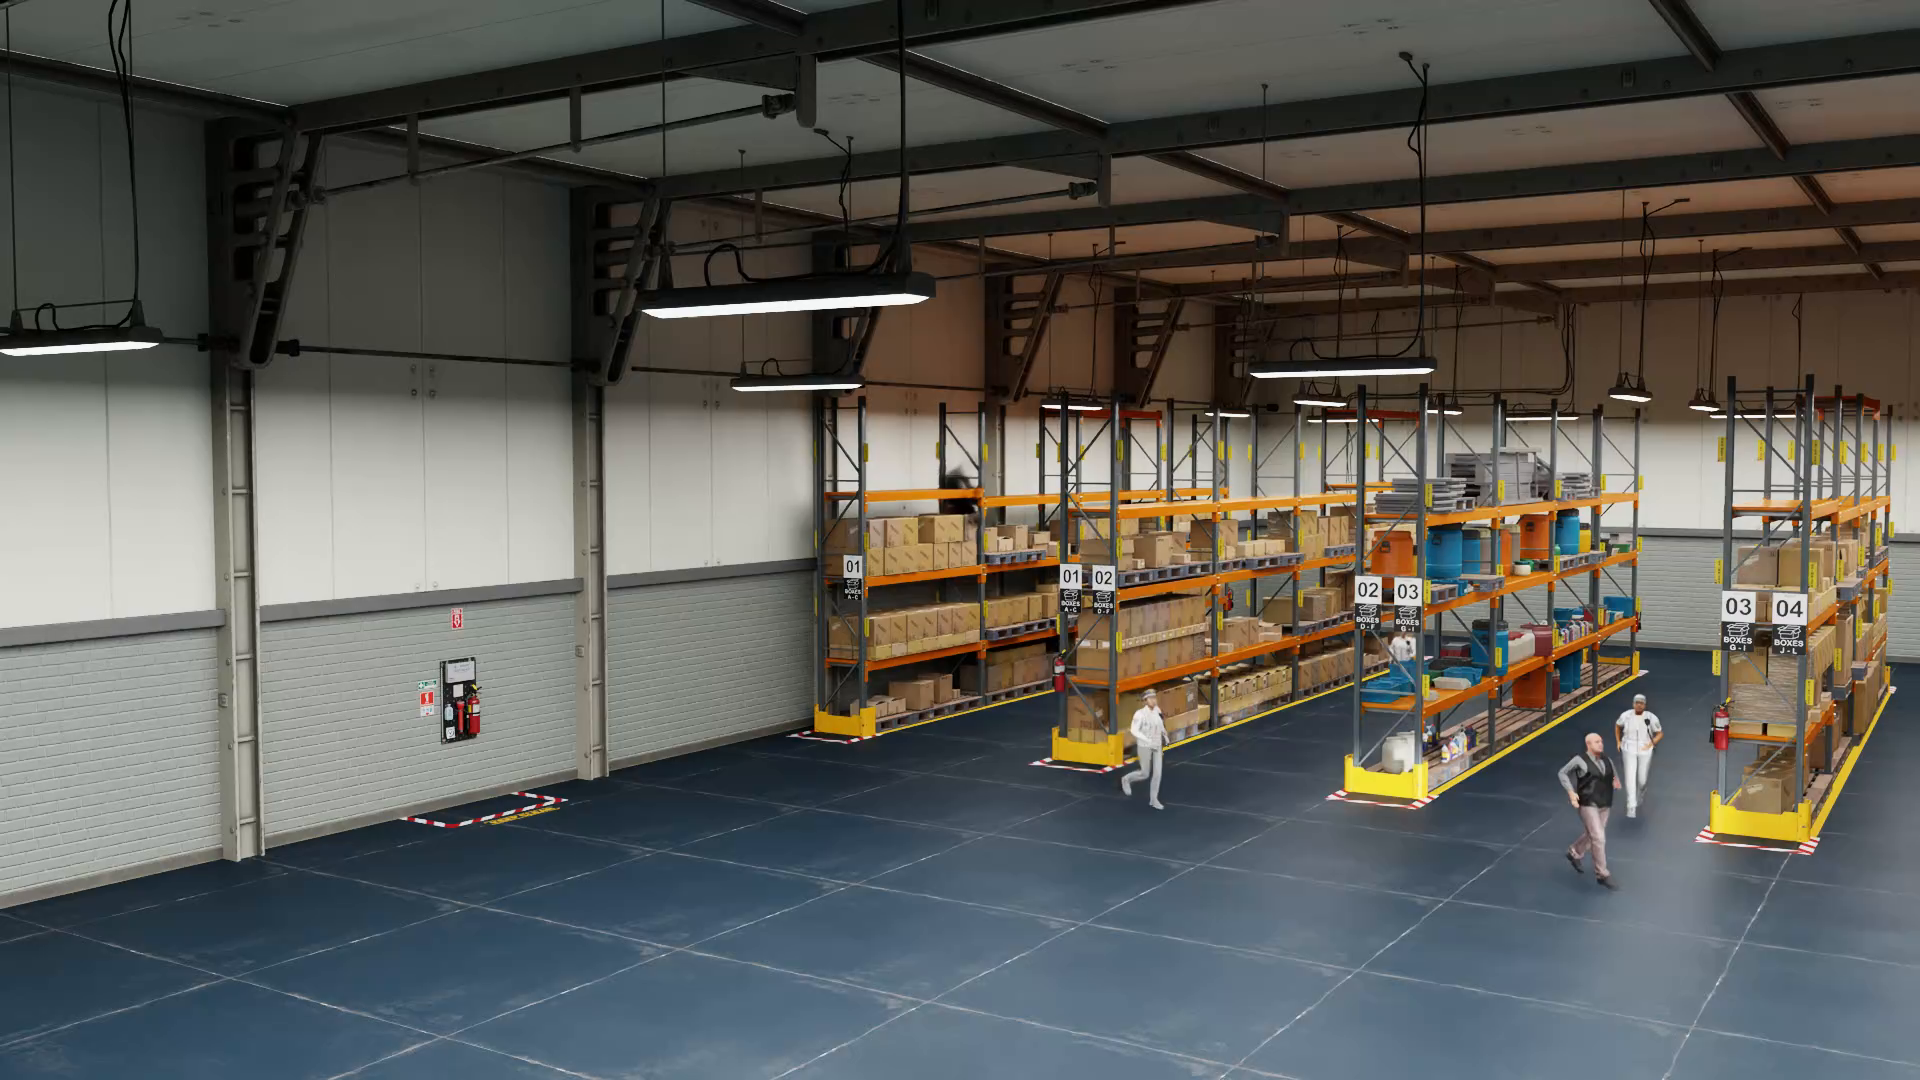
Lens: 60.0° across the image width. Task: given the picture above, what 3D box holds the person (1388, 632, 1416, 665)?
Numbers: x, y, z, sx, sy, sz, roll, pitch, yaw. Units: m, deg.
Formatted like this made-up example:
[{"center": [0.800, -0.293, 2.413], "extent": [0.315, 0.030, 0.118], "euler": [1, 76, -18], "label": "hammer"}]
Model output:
[{"center": [8.707, 2.448, 32.791], "extent": [0.576, 1.660, 0.767], "euler": [1, 3, 24], "label": "person"}]

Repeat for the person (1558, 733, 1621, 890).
[{"center": [7.350, 3.096, 19.286], "extent": [0.659, 1.710, 0.950], "euler": [-1, 3, -23], "label": "person"}]

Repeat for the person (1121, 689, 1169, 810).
[{"center": [2.666, 2.937, 23.627], "extent": [0.624, 1.695, 0.781], "euler": [-2, 3, -31], "label": "person"}]

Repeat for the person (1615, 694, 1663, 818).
[{"center": [9.429, 2.983, 23.126], "extent": [0.622, 1.685, 0.874], "euler": [1, 3, 22], "label": "person"}]
